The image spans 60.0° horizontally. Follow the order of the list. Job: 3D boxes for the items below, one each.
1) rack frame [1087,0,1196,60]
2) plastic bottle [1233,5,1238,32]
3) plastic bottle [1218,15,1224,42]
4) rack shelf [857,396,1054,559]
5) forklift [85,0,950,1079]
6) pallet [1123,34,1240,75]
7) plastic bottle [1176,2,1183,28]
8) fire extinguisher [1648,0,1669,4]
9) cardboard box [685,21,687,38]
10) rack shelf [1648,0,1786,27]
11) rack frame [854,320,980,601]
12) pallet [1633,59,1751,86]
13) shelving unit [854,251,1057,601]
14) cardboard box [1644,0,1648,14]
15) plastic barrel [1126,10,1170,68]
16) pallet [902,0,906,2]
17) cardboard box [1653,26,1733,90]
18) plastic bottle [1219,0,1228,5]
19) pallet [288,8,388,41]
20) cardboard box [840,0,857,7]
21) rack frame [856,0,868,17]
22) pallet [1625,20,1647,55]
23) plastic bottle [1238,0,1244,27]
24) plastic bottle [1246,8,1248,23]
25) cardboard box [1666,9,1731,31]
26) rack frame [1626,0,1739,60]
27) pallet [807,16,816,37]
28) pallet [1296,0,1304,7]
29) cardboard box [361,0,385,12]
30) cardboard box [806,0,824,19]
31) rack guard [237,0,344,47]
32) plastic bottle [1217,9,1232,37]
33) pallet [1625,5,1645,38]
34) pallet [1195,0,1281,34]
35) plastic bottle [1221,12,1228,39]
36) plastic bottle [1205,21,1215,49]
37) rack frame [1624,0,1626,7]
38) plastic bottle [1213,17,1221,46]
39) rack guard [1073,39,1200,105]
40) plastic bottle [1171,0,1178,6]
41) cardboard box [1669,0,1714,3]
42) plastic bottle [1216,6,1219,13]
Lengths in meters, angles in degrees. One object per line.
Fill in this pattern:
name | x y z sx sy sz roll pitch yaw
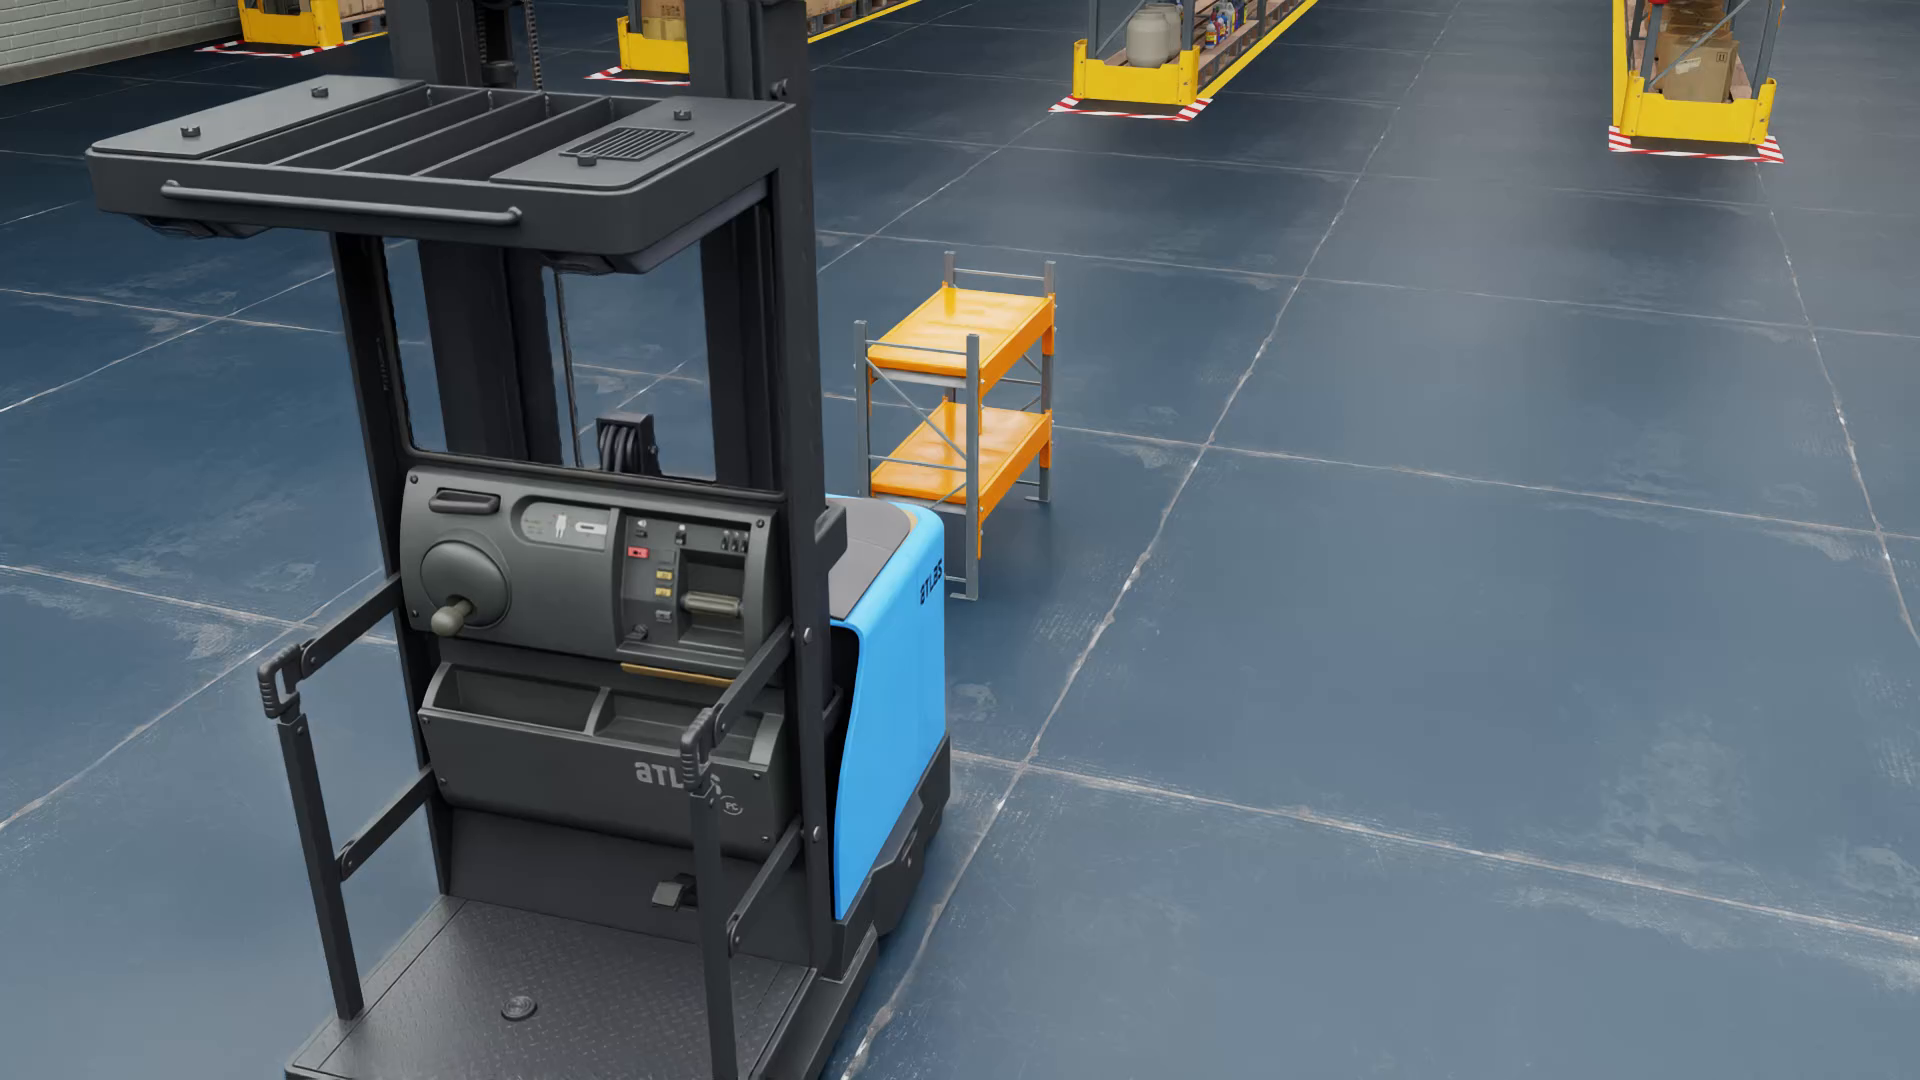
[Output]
rack frame | 1.702 -5.578 15.328 1.000 3.000 0.127 9 27 17
plastic bottle | 3.012 -5.739 18.273 0.061 0.283 0.133 11 28 21
plastic bottle | 2.747 -5.430 17.648 0.097 0.271 0.097 0 26 0
rack shelf | 0.002 -0.289 7.117 0.538 0.278 1.000 9 27 17
forklift | -0.934 0.104 3.671 1.130 2.935 3.031 7 27 15
pallet | 2.366 -5.194 17.735 1.003 0.211 1.213 9 27 17
plastic bottle | 2.439 -5.843 18.502 0.097 0.271 0.097 0 26 0
fire extinguisher | 5.900 -4.845 13.903 0.296 0.674 0.183 9 27 17
cardboard box | -2.580 -5.437 17.711 0.500 0.250 0.500 9 27 17
rack shelf | 7.038 -5.358 15.699 1.077 0.370 4.000 9 27 17
rack frame | -0.167 -0.300 6.579 0.500 1.125 0.032 9 27 17
pallet | 7.109 -4.464 16.228 1.003 0.211 1.213 9 27 17
shelving unit | 0.002 -0.509 7.011 0.538 1.125 1.048 9 27 17
cardboard box | 8.291 -6.249 19.078 0.700 0.500 0.500 6 27 13
plastic barrel | 1.849 -4.929 16.361 0.421 0.512 0.421 0 26 0
pallet | -1.024 -7.498 22.494 1.003 0.211 1.213 9 27 17
cardboard box | 6.763 -4.428 15.341 0.500 0.500 0.500 17 30 31
plastic bottle | 2.955 -5.942 18.615 0.144 0.351 0.185 9 27 17
pallet | -7.311 -6.120 19.647 1.003 0.211 1.213 9 27 17
cardboard box | -1.585 -6.671 20.259 0.500 0.250 0.500 9 27 17
rack frame | -1.637 -7.942 20.210 1.000 3.000 0.127 9 27 17
pallet | 7.961 -5.569 18.509 1.003 0.211 1.213 9 27 17
plastic bottle | 3.091 -5.921 18.572 0.144 0.351 0.185 8 27 16
plastic bottle | 3.206 -5.966 18.836 0.097 0.201 0.097 0 26 0
cardboard box | 7.217 -4.906 16.327 0.500 0.500 0.500 6 27 13
rack frame | 7.704 -6.503 17.240 1.000 3.000 0.127 9 27 17
pallet | -2.345 -5.863 19.116 1.003 0.211 1.213 9 27 17
pallet | 4.070 -7.298 22.080 1.003 0.211 1.213 9 27 17
cardboard box | -7.136 -6.508 19.830 0.500 0.311 0.500 11 28 22
cardboard box | -1.913 -6.259 19.409 0.500 0.250 0.500 9 27 17
rack guard | -7.615 -5.921 18.905 1.175 0.500 0.348 9 27 17
plastic bottle | 2.861 -5.610 18.014 0.152 0.276 0.135 9 27 18
pallet | 8.366 -6.072 19.548 1.003 0.211 1.213 9 27 17
pallet | 3.258 -6.295 20.009 1.003 0.211 1.213 9 27 17
plastic bottle | 2.814 -5.513 17.820 0.097 0.271 0.097 0 26 0
plastic bottle | 2.599 -5.248 17.273 0.097 0.271 0.097 0 26 0
rack frame | 9.035 -8.147 20.635 1.000 3.000 0.127 9 27 17
plastic bottle | 2.692 -5.344 17.457 0.061 0.283 0.133 9 27 18
rack guard | 1.683 -4.491 15.952 1.175 0.500 0.348 9 27 17
plastic bottle | 2.373 -5.956 18.644 0.144 0.351 0.185 10 27 19
cardboard box | 7.533 -5.409 17.366 0.500 0.500 0.500 8 27 16
plastic bottle | 2.814 -5.683 18.158 0.061 0.283 0.133 9 27 17
